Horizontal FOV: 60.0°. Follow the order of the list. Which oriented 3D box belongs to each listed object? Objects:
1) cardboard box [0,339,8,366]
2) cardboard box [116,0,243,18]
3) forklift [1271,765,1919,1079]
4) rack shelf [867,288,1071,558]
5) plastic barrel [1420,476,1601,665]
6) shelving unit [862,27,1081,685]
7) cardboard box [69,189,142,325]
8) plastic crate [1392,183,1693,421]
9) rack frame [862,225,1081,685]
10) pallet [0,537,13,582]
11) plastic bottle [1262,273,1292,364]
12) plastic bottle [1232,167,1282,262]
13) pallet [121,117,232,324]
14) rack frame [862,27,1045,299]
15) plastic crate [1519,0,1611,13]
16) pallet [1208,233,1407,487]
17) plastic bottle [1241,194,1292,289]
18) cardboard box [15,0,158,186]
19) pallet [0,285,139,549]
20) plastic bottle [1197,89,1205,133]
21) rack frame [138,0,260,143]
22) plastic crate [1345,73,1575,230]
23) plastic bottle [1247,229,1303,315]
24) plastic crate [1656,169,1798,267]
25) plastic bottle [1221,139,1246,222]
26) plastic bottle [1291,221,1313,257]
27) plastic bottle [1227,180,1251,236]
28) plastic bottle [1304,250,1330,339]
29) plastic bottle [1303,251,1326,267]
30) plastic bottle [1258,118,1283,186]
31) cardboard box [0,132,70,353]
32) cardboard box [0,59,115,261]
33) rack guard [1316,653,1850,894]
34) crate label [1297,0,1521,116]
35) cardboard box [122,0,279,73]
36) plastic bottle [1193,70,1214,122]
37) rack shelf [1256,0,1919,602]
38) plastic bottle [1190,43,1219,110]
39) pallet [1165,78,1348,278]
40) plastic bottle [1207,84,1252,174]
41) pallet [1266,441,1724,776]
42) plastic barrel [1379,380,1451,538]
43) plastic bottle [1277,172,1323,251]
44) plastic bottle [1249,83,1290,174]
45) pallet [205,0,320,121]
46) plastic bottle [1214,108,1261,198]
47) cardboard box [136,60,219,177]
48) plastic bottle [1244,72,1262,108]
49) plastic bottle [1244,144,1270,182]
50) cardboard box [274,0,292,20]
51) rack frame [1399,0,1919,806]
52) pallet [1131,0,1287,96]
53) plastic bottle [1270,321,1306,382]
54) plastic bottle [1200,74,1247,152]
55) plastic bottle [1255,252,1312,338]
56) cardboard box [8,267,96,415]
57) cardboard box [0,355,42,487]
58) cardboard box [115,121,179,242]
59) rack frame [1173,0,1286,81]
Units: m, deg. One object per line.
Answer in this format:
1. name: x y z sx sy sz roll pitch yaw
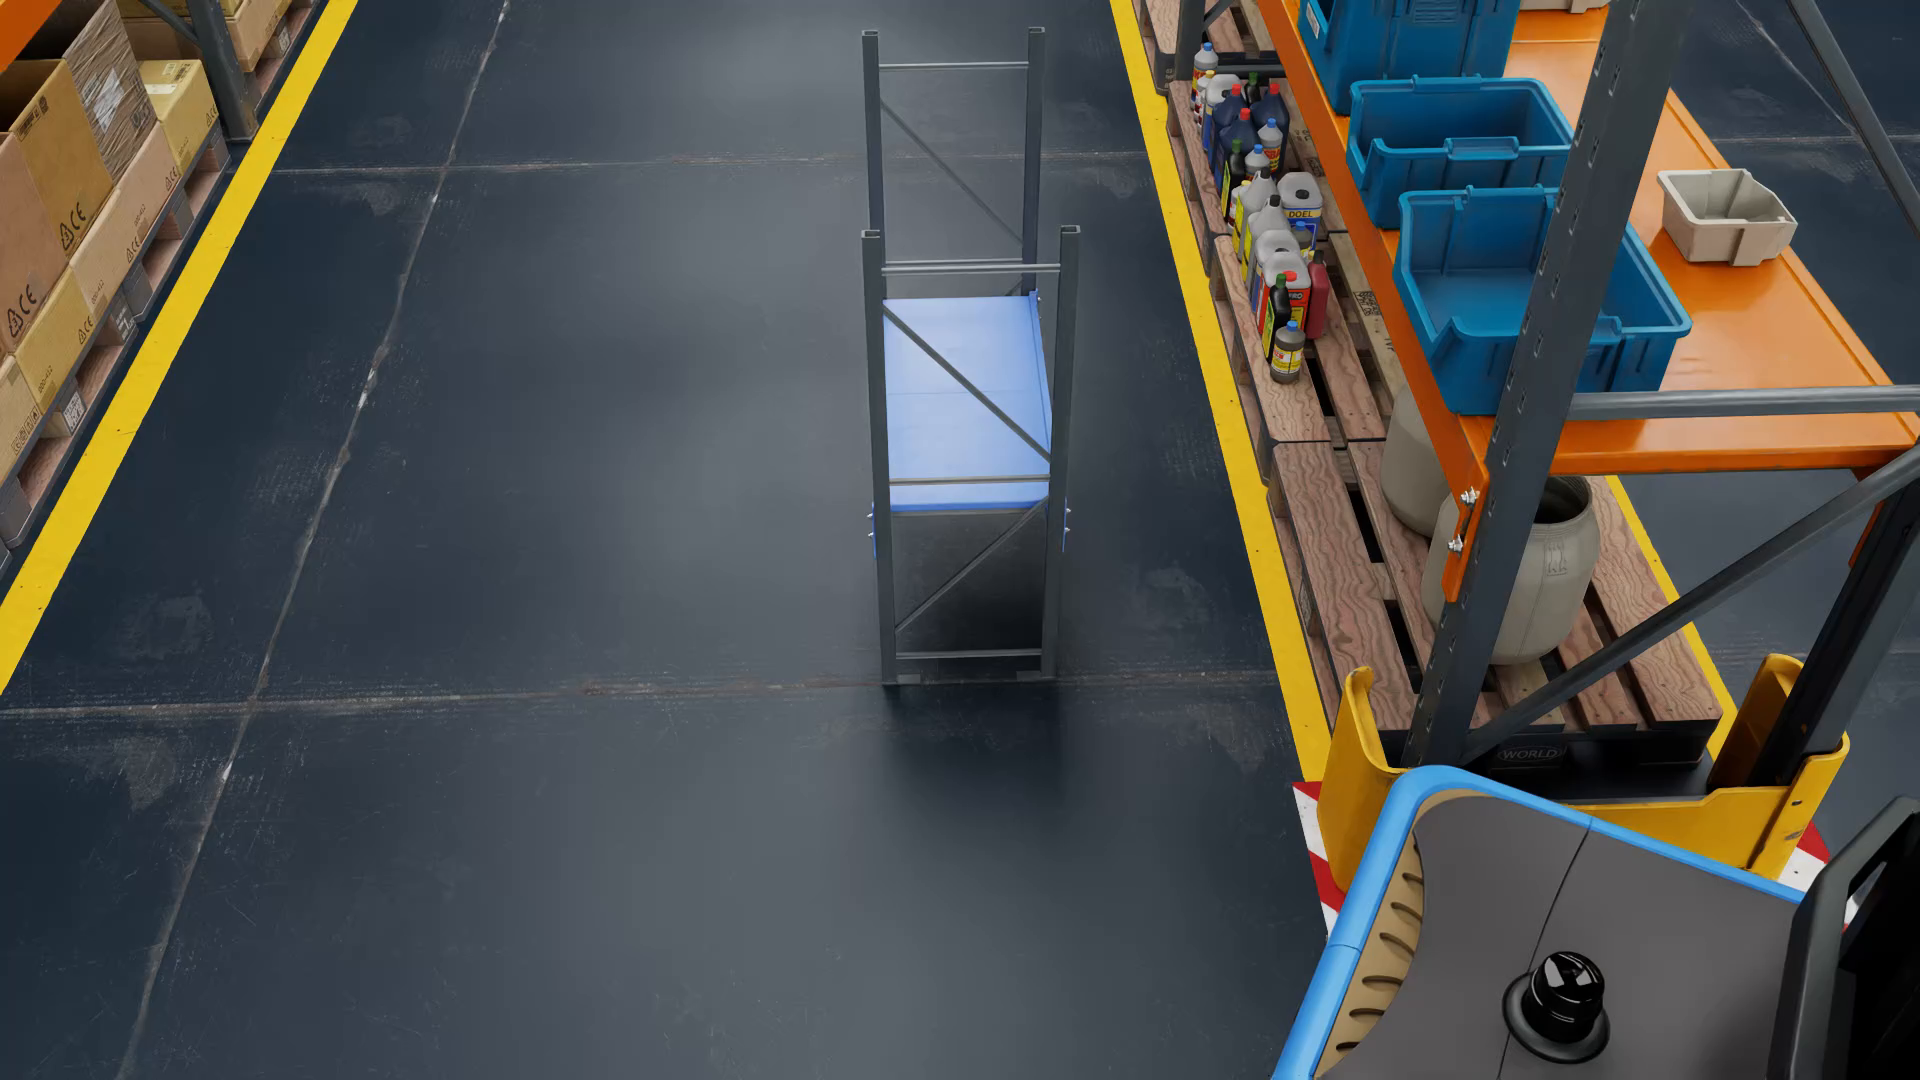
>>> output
1. cardboard box: -3.213 -0.591 4.844 0.500 0.500 0.500 -2 43 -2
2. cardboard box: -3.293 -2.464 7.028 0.500 0.311 0.500 -2 43 -2
3. forklift: 1.978 0.869 2.133 3.031 2.935 1.130 19 46 20
4. rack shelf: 0.004 -0.363 4.802 0.538 0.185 1.000 -2 43 -2
5. plastic barrel: 1.490 0.051 4.505 0.421 0.512 0.421 0 43 0
6. shelving unit: 0.004 -0.495 4.680 0.538 1.500 1.048 -2 43 -2
7. cardboard box: -3.239 -0.990 5.834 0.500 0.250 0.500 -2 43 -2
8. plastic crate: 1.274 -0.544 3.734 0.499 0.251 0.616 -2 43 -2
9. rack frame: 0.025 -0.152 4.306 0.500 1.500 0.032 -2 43 -2
10. pallet: -3.429 0.383 4.676 1.003 0.211 1.213 -2 43 -2
11. plastic bottle: 1.055 -0.736 5.518 0.061 0.283 0.133 -1 43 -1
12. plastic bottle: 1.070 -1.184 5.957 0.144 0.351 0.185 -2 43 -2
13. pallet: -3.533 -1.264 6.473 1.003 0.211 1.213 -2 43 -2
14. rack frame: -0.018 -0.838 5.055 0.500 1.500 0.032 -2 43 -2
15. plastic crate: 1.746 -1.784 5.171 0.530 0.136 0.437 -2 43 -2
16. pallet: 1.466 -0.662 5.816 1.003 0.211 1.213 -2 43 -2
17. plastic bottle: 1.078 -1.059 5.820 0.144 0.351 0.185 0 43 0
18. cardboard box: -3.277 -1.603 5.948 0.500 0.500 0.500 -2 43 -2
19. pallet: -3.478 -0.439 5.572 1.003 0.211 1.213 -2 43 -2
20. plastic bottle: 1.009 -1.736 6.669 0.097 0.201 0.097 0 43 0
21. rack frame: -3.525 -2.830 6.118 1.000 3.000 0.127 -2 43 -2
22. plastic crate: 1.252 -0.983 4.212 0.499 0.251 0.408 -2 43 -2
23. plastic bottle: 1.089 -0.920 5.723 0.152 0.276 0.135 -3 43 -3
24. plastic crate: 1.878 -0.786 4.082 0.298 0.136 0.250 -2 43 -2
25. plastic bottle: 1.017 -1.334 6.170 0.061 0.283 0.133 0 43 0
26. plastic bottle: 1.197 -1.037 5.907 0.097 0.201 0.097 0 43 0
27. plastic bottle: 1.041 -1.225 6.111 0.097 0.201 0.097 0 43 0
28. plastic bottle: 1.201 -0.832 5.623 0.061 0.283 0.133 -2 43 -2
29. plastic bottle: 1.213 -0.908 5.766 0.097 0.201 0.097 0 43 0
30. plastic bottle: 1.171 -1.475 6.333 0.097 0.271 0.097 0 43 0
31. cardboard box: -3.216 -0.929 5.212 0.500 0.500 0.500 -2 43 -2
32. cardboard box: -3.252 -1.266 5.580 0.500 0.500 0.500 -2 43 -2
33. rack guard: 1.544 0.602 4.223 1.175 0.500 0.348 -2 43 -2
34. crate label: 1.246 -1.517 4.659 0.502 0.435 0.616 -2 43 -2
35. cardboard box: -3.294 -2.251 7.210 0.500 0.250 0.500 -3 43 -3
36. plastic bottle: 1.004 -1.804 6.744 0.097 0.201 0.097 0 43 0
37. rack shelf: 1.509 -1.355 5.040 1.077 0.370 4.000 -2 43 -2
38. plastic bottle: 1.000 -1.899 6.795 0.097 0.271 0.097 0 43 0
39. pallet: 1.411 -1.487 6.716 1.003 0.211 1.213 -2 43 -2
40. plastic bottle: 1.044 -1.599 6.409 0.144 0.351 0.185 -1 43 -1
41. pallet: 1.515 0.160 4.919 1.003 0.211 1.213 -2 43 -2
42. plastic barrel: 1.469 -0.288 4.874 0.421 0.512 0.421 0 43 0
43. plastic bottle: 1.217 -1.178 6.005 0.152 0.276 0.135 -2 43 -2
44. plastic bottle: 1.188 -1.603 6.414 0.144 0.351 0.185 -2 43 -2
45. pallet: -3.595 -2.299 7.601 1.003 0.211 1.213 -2 43 -2
46. plastic bottle: 1.052 -1.471 6.270 0.144 0.351 0.185 -3 43 -4
47. cardboard box: -3.287 -1.665 6.570 0.500 0.250 0.500 -2 43 -2
48. plastic bottle: 1.147 -1.689 6.557 0.061 0.283 0.133 -2 43 -2
49. plastic bottle: 1.096 -1.344 6.190 0.097 0.271 0.097 0 43 0
50. cardboard box: -3.315 -2.596 7.586 0.500 0.250 0.500 -1 43 -1
51. rack frame: 1.594 -0.270 3.324 1.000 3.000 0.127 -2 43 -2
52. pallet: 1.352 -2.471 7.790 1.003 0.211 1.213 -2 43 -2
53. plastic bottle: 1.078 -0.627 5.460 0.097 0.201 0.097 0 43 0
54. plastic bottle: 1.041 -1.683 6.556 0.152 0.276 0.135 0 43 0
55. plastic bottle: 1.095 -0.826 5.621 0.152 0.276 0.135 -1 43 -1
56. cardboard box: -3.217 -0.652 5.466 0.500 0.250 0.500 -2 43 -2
57. cardboard box: -3.201 -0.315 5.097 0.500 0.250 0.500 -2 43 -2
58. cardboard box: -3.275 -1.327 6.202 0.500 0.250 0.500 -2 43 -2
59. rack frame: 1.424 -2.970 6.270 1.000 3.000 0.127 -2 43 -2
